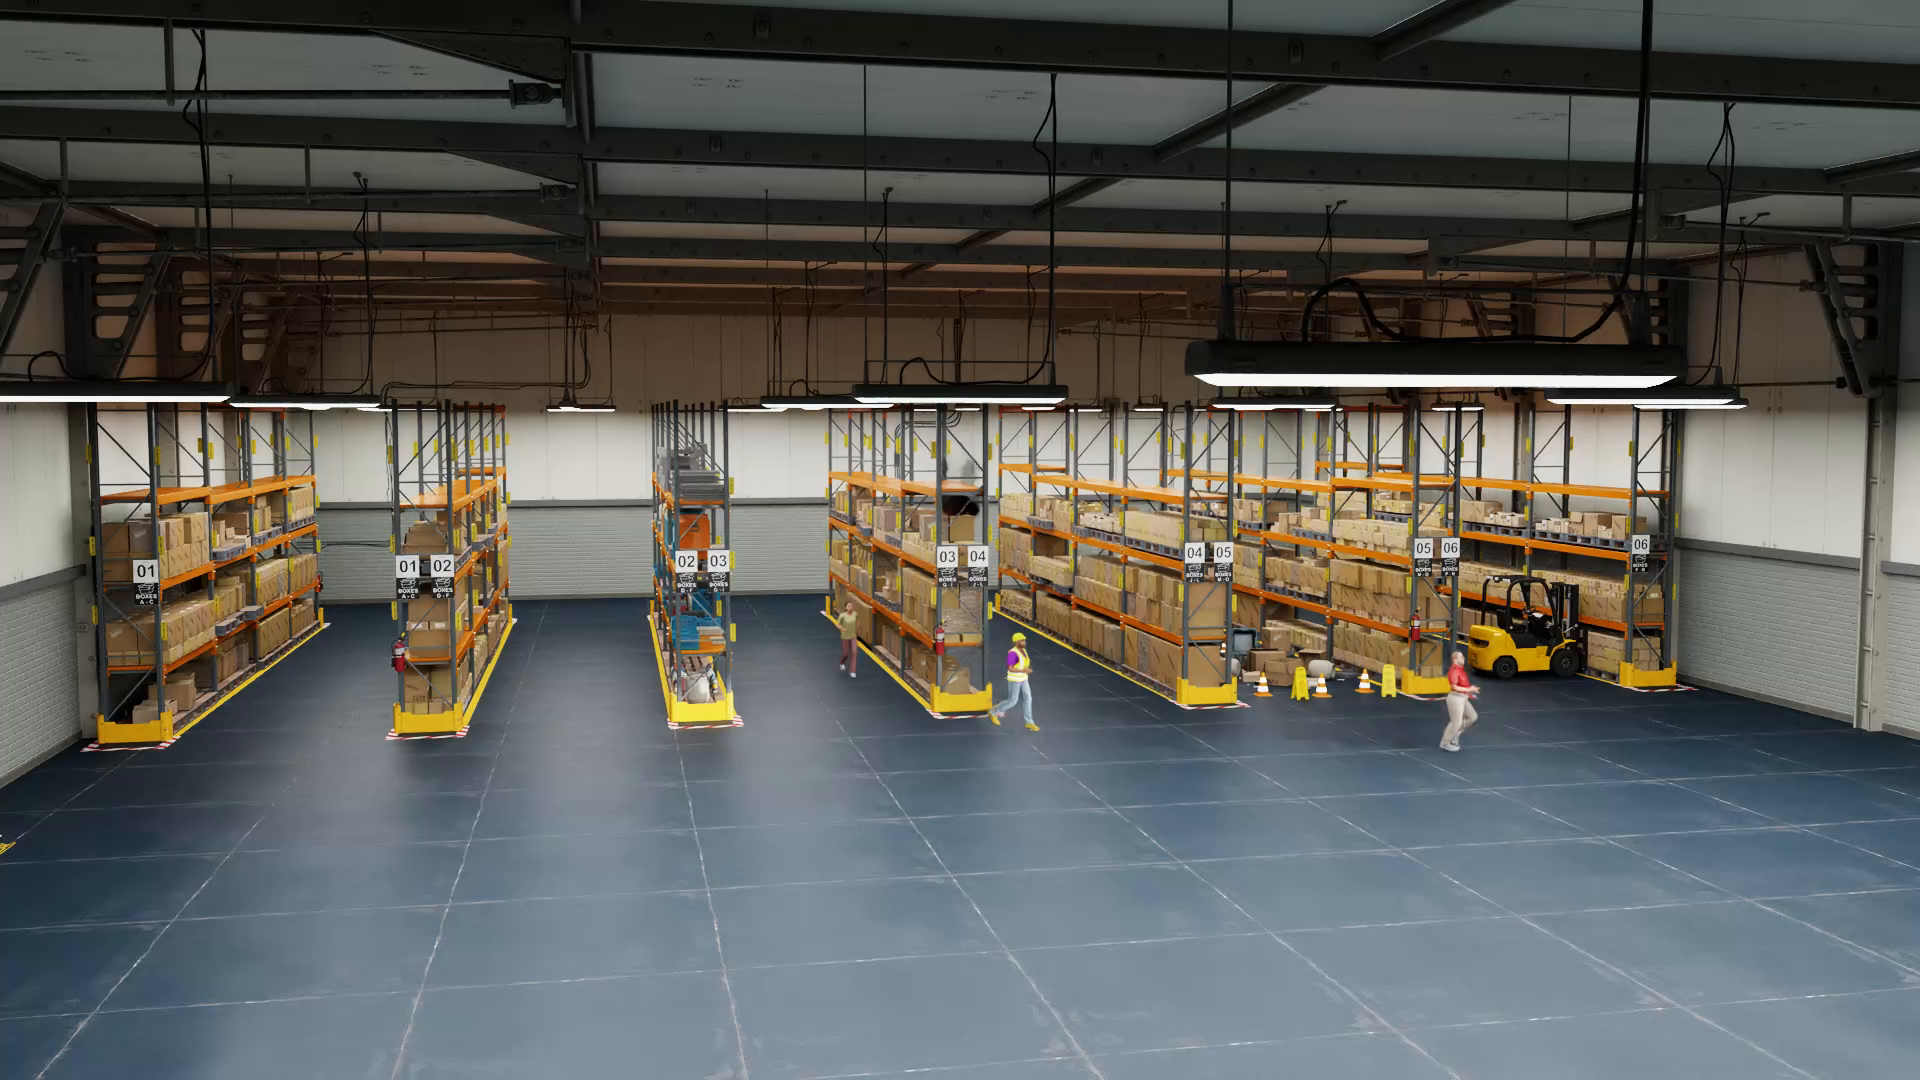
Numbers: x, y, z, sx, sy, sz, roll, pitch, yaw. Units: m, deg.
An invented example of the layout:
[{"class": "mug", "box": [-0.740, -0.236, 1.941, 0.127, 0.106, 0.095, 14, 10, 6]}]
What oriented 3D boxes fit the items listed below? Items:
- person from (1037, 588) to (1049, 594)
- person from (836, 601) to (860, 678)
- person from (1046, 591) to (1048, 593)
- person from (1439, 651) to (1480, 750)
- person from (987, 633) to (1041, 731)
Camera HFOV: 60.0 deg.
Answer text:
[{"class": "person", "box": [2.440, 1.160, 49.668, 0.730, 1.686, 0.606, 4, 6, 40]}, {"class": "person", "box": [-2.448, 2.145, 36.459, 0.562, 1.656, 0.926, -1, 5, -19]}, {"class": "person", "box": [2.955, 1.093, 50.209, 0.962, 1.792, 0.653, -2, 5, -20]}, {"class": "person", "box": [8.509, 2.736, 28.266, 0.648, 1.691, 0.646, 3, 5, 31]}, {"class": "person", "box": [1.009, 2.564, 30.195, 0.980, 1.773, 0.711, 2, 5, 28]}]
